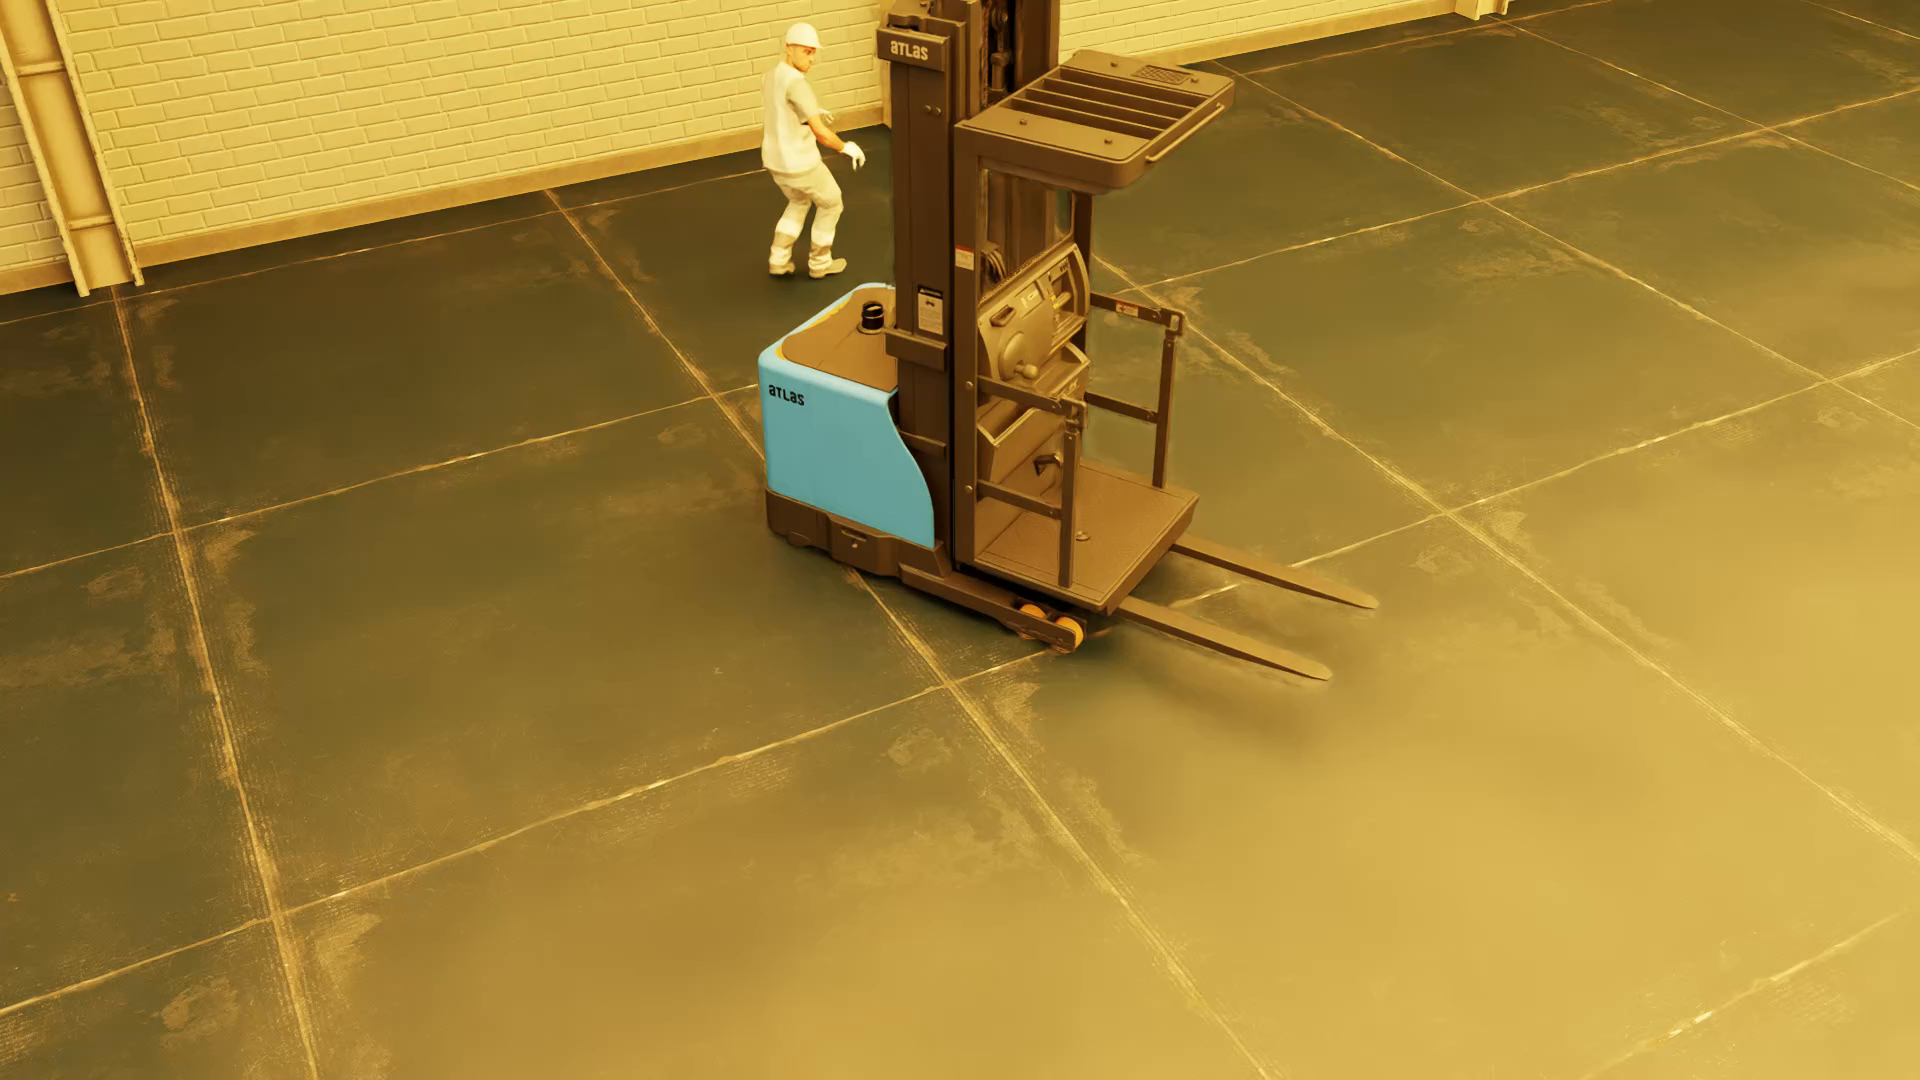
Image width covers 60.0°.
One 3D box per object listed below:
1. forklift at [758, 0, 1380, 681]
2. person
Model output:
[{"bbox_3d":[0.521,-1.013,7.556,3.031,2.935,1.130,19,40,25],"label":"forklift"},{"bbox_3d":[-0.935,-2.488,10.721,0.726,1.686,0.821,-29,44,-34],"label":"person"}]
